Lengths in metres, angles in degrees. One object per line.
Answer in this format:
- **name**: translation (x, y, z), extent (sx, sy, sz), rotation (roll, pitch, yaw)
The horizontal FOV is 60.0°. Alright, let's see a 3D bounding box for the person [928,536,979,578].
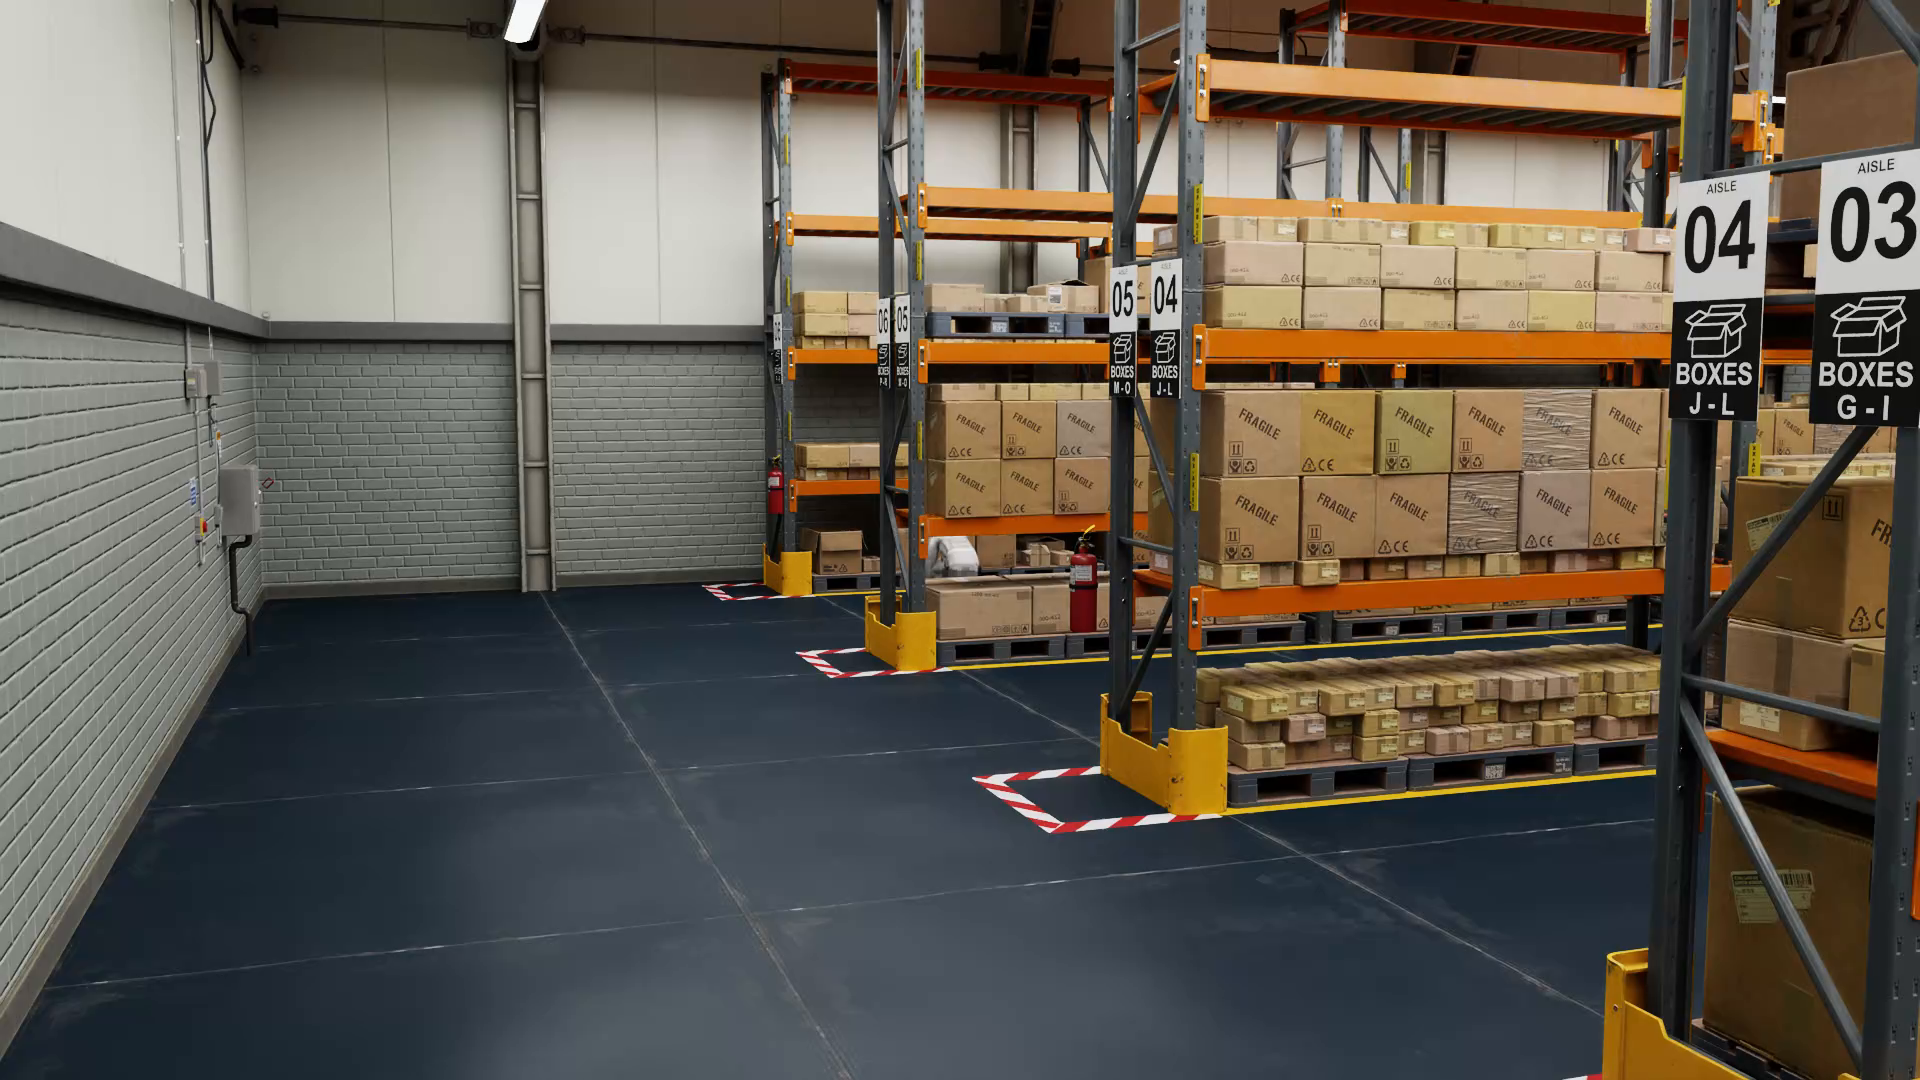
- **person**: translation (-0.087, 0.231, 18.222), extent (0.465, 0.985, 0.836), rotation (-2, 6, -20)
